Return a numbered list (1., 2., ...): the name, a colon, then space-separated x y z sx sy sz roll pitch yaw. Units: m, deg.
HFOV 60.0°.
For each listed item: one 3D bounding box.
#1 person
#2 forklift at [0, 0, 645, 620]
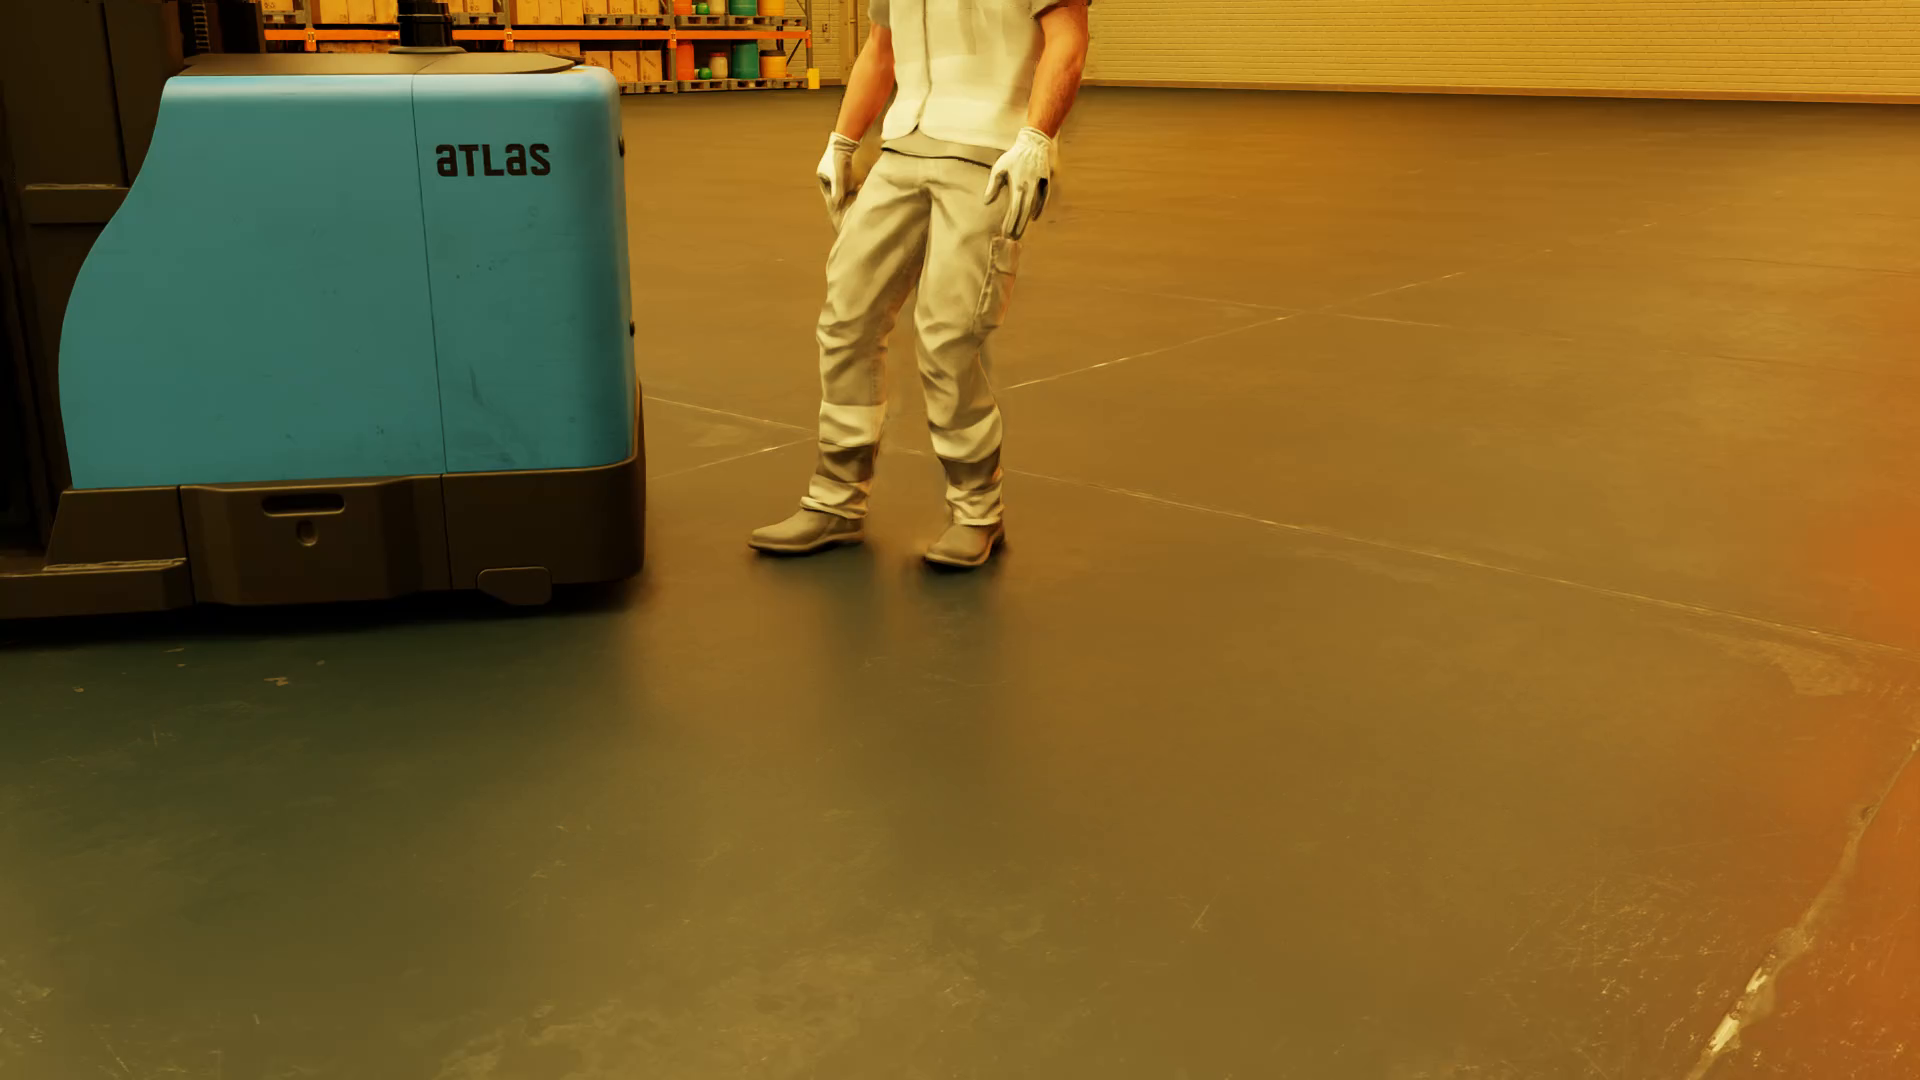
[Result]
1. person: -0.081 -0.797 3.566 0.710 1.763 0.576 16 23 42
2. forklift: -2.235 -1.324 3.259 3.031 2.935 1.130 -3 17 -10
